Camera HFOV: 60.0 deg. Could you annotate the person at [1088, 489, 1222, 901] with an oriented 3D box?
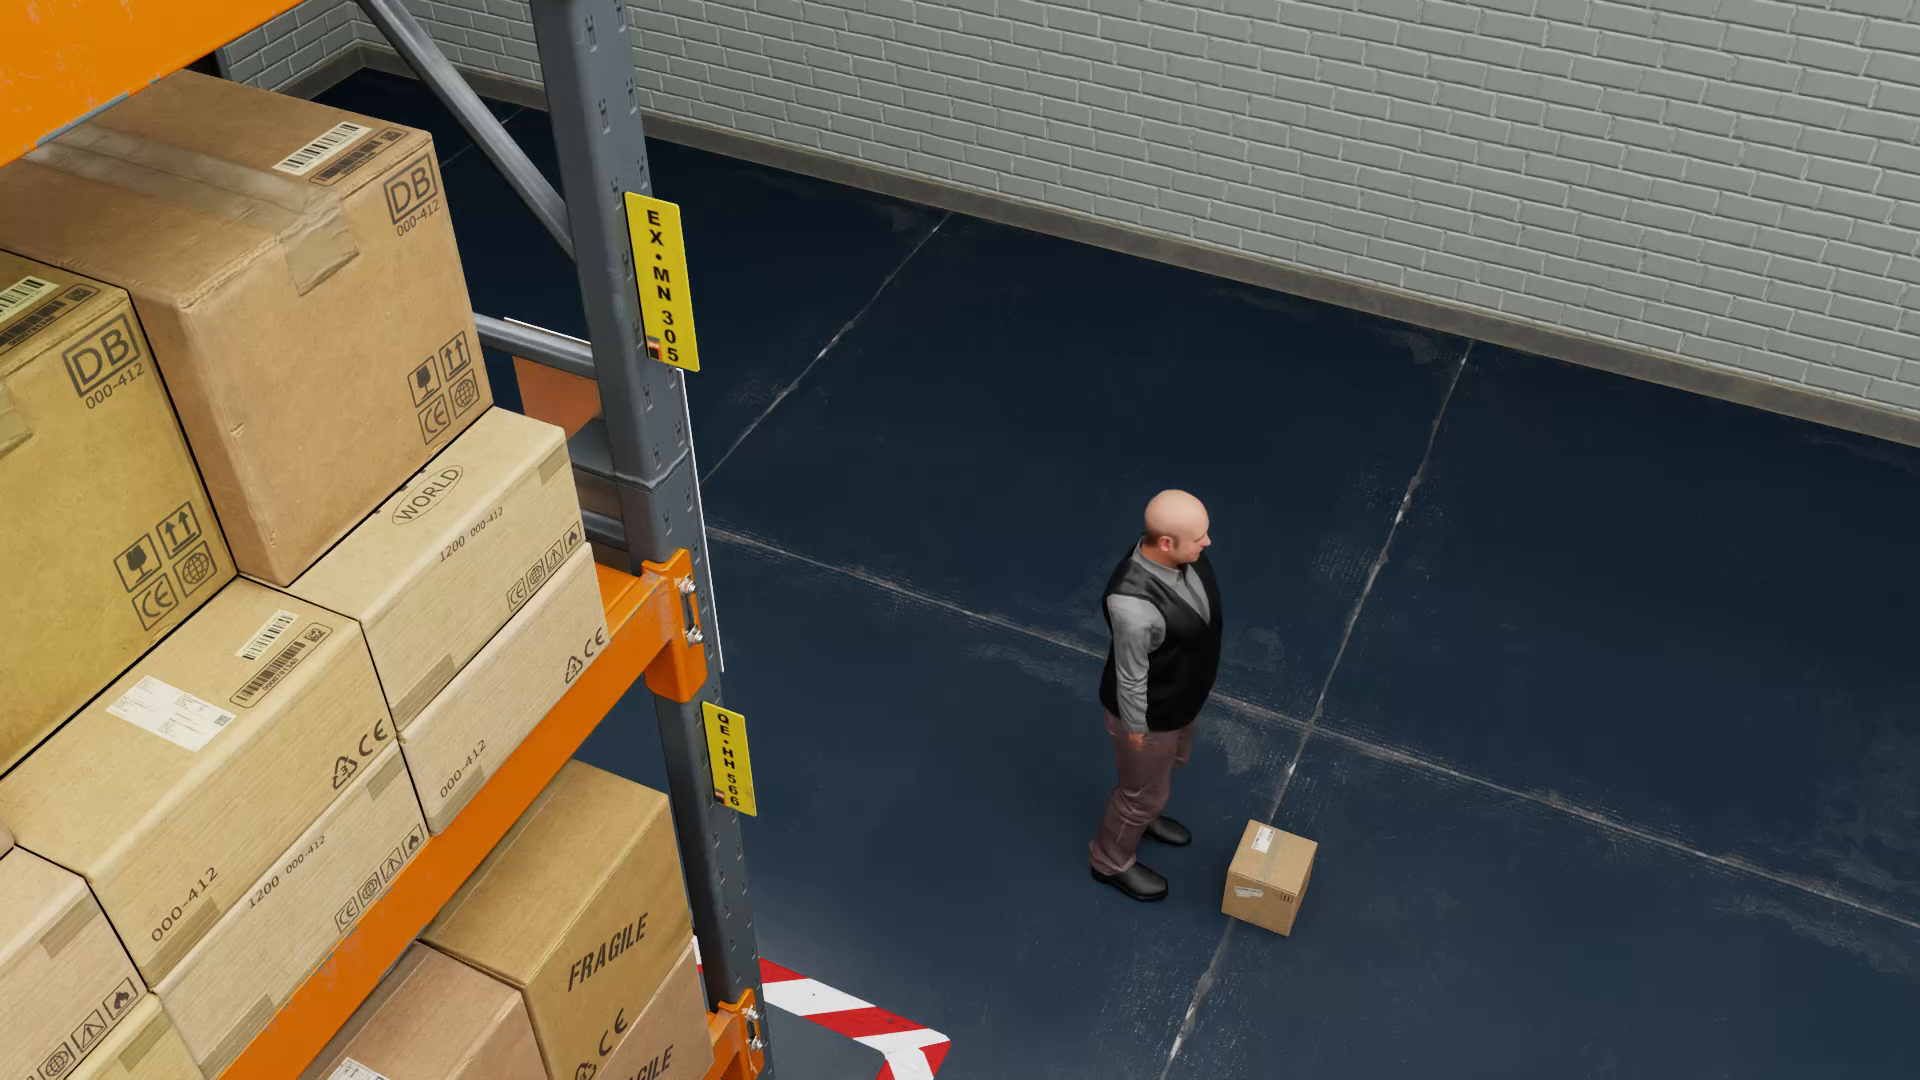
[{"bbox_3d":[0.669,0.515,5.615,0.359,1.724,0.533,18,45,19],"label":"person"}]
